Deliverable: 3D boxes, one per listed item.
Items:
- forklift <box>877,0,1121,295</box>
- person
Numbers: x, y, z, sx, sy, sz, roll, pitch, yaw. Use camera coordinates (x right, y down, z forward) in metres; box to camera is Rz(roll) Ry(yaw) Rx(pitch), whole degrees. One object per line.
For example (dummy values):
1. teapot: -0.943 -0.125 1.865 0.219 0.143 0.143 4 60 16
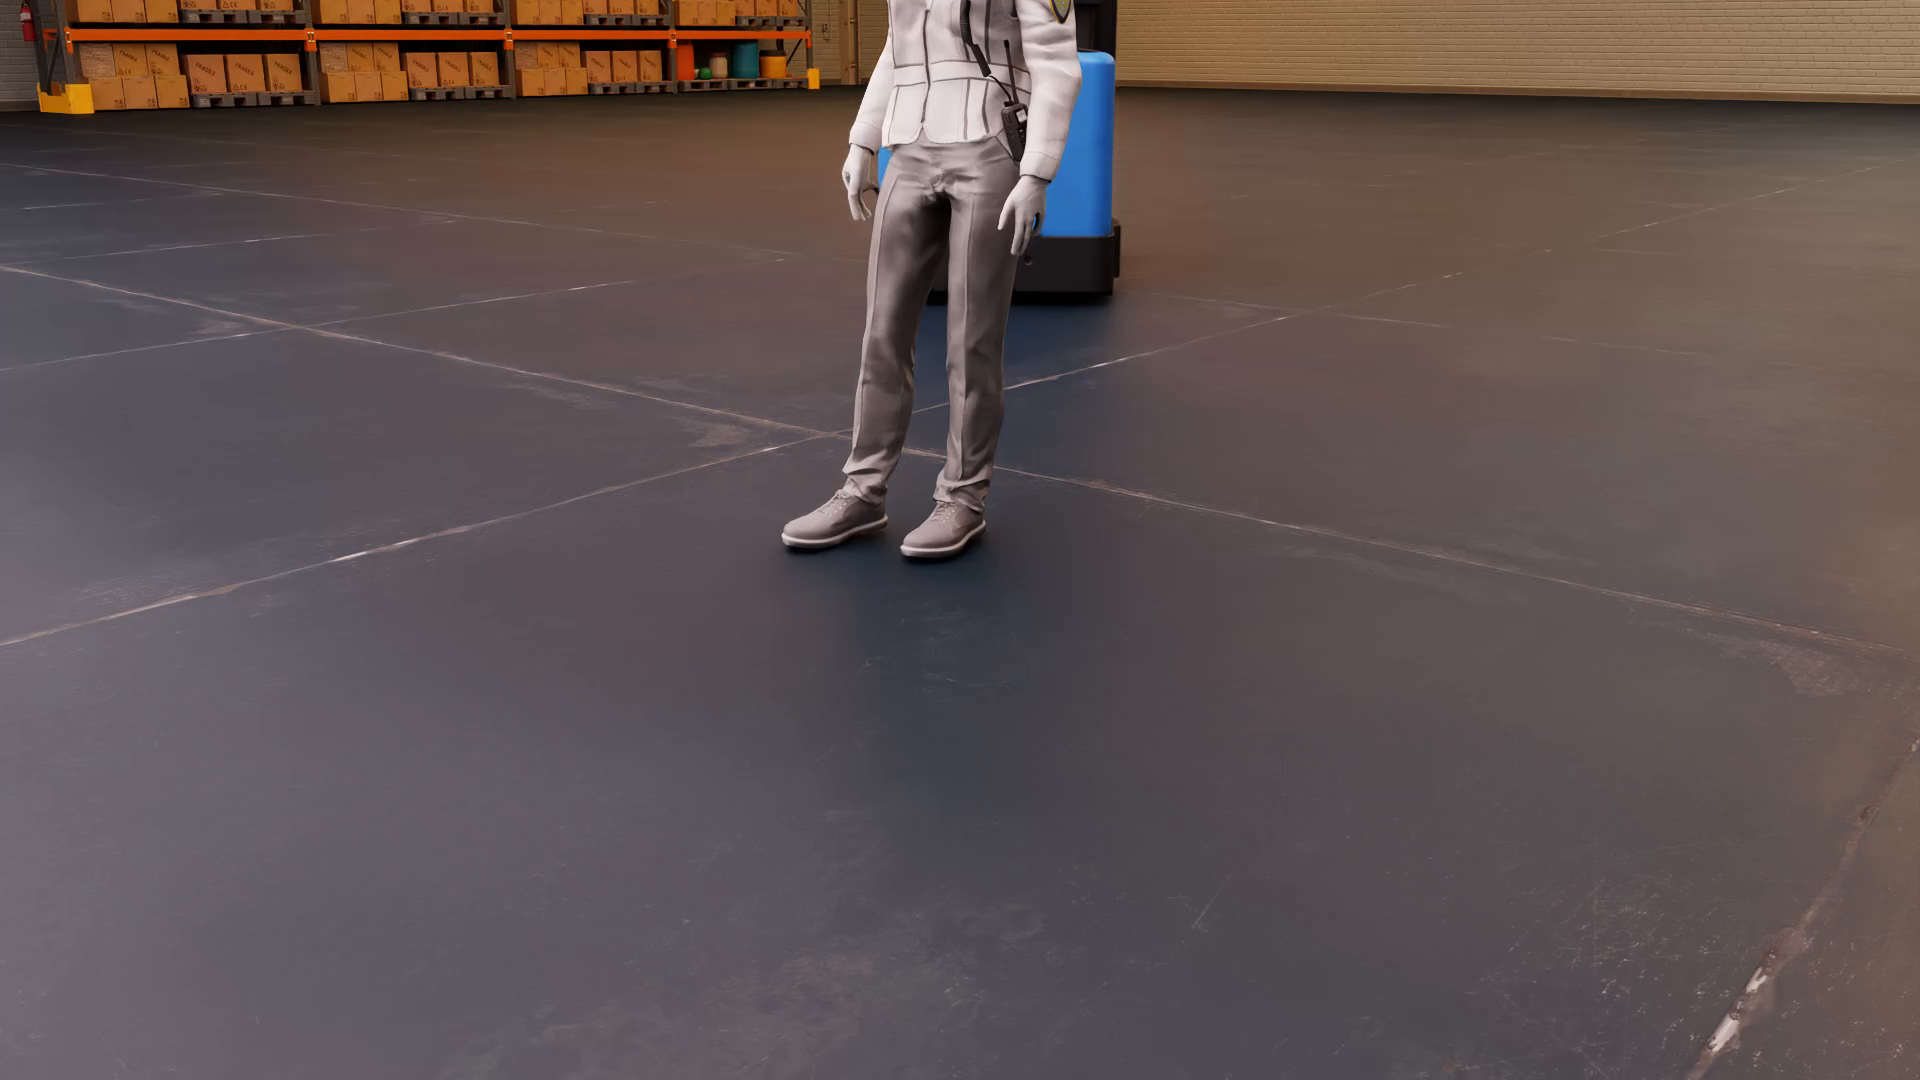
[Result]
1. forklift: 0.239 -2.859 8.315 1.130 2.935 3.031 1 17 3
2. person: -0.049 -0.803 3.647 0.586 1.694 0.530 13 21 37
